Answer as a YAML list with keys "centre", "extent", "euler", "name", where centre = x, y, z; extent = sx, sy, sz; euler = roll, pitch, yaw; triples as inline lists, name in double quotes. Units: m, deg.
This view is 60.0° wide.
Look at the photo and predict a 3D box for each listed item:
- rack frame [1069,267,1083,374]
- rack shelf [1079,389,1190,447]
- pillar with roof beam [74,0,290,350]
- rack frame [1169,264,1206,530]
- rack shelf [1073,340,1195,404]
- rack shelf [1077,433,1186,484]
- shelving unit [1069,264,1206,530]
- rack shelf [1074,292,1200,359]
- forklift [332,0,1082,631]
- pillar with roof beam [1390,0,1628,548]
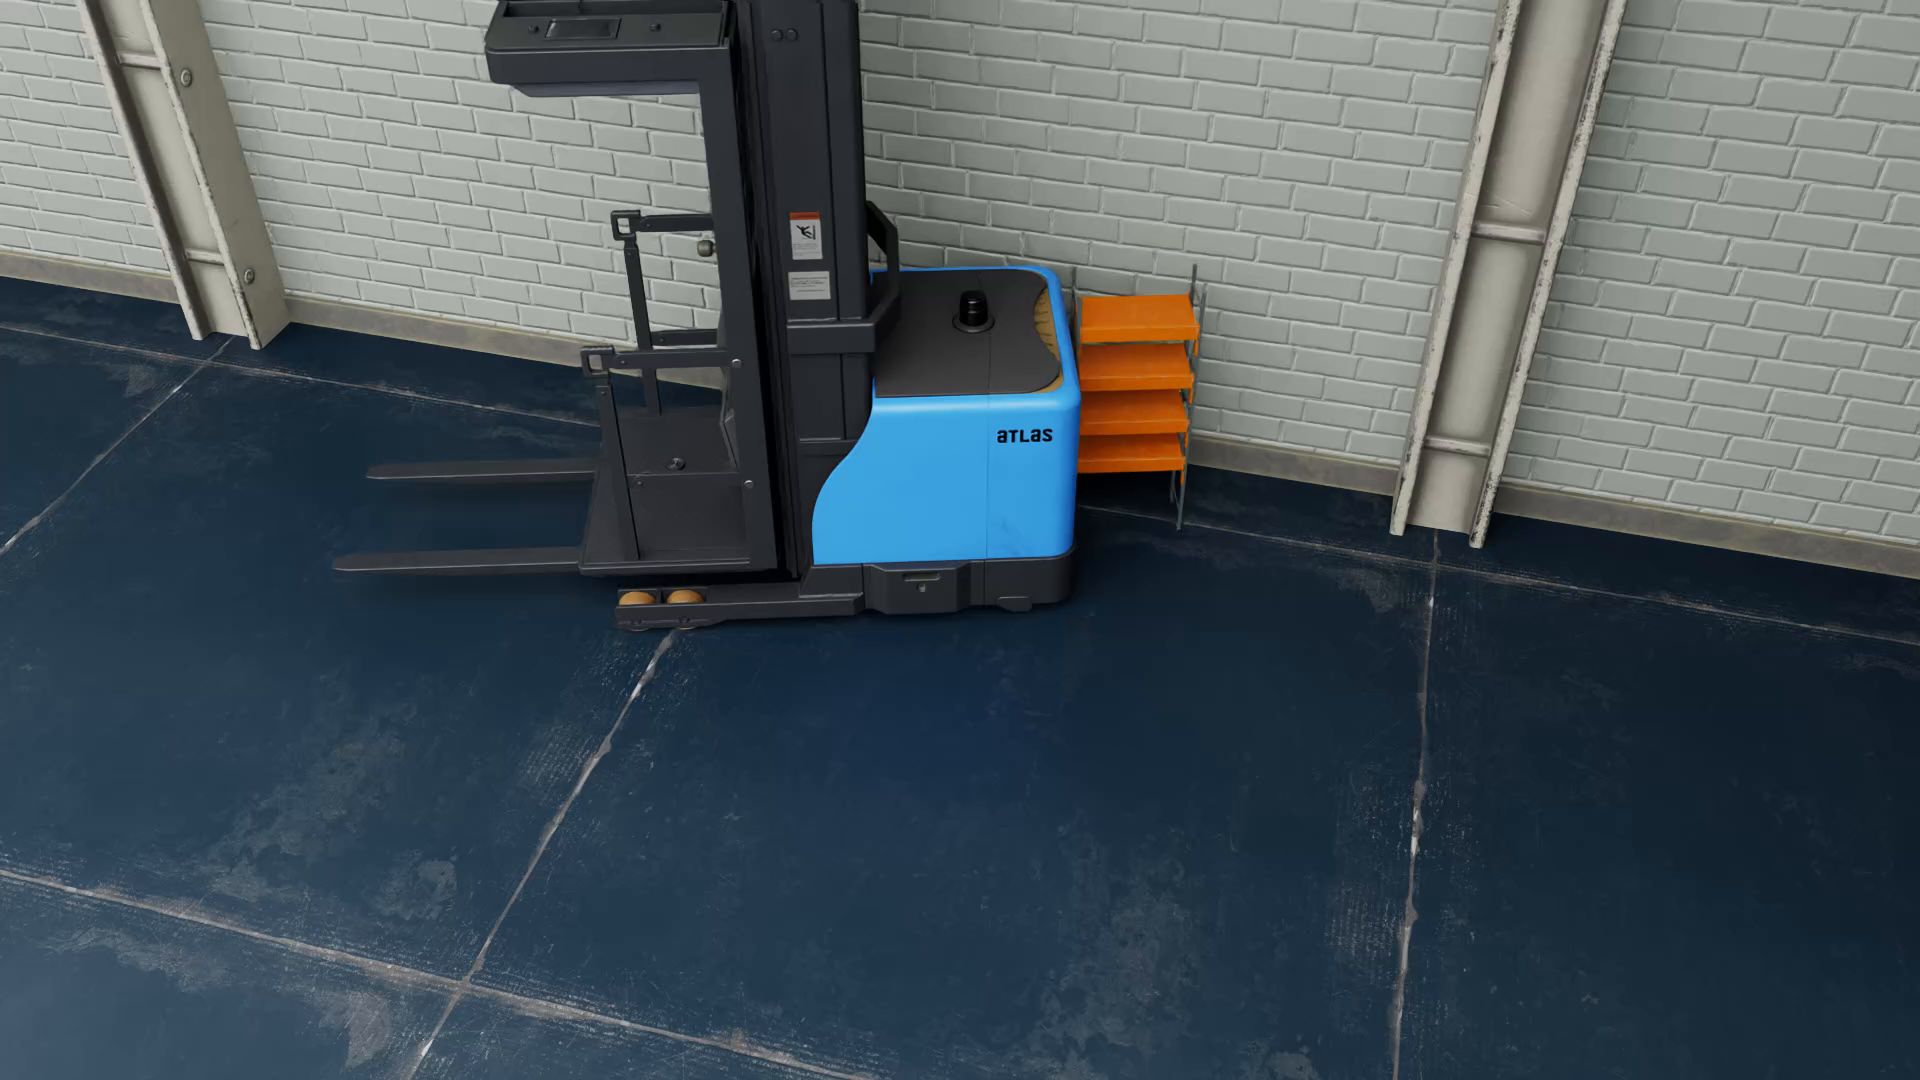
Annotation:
- centre: [0.467, -0.563, 6.988]
  extent: [0.015, 1.200, 0.240]
  euler: [-2, 40, -2]
  name: "rack frame"
- centre: [0.710, -0.520, 7.041]
  extent: [0.480, 0.148, 0.258]
  euler: [-2, 40, -2]
  name: "rack shelf"
- centre: [-4.795, -1.860, 2.467]
  extent: [0.400, 9.000, 9.100]
  euler: [10, 41, 11]
  name: "pillar with roof beam"
- centre: [0.954, -0.579, 7.007]
  extent: [0.015, 1.200, 0.240]
  euler: [-2, 40, -2]
  name: "rack frame"
- centre: [0.710, -0.691, 6.897]
  extent: [0.480, 0.148, 0.258]
  euler: [-2, 40, -2]
  name: "rack shelf"
- centre: [0.710, -0.368, 7.168]
  extent: [0.480, 0.148, 0.258]
  euler: [-2, 40, -2]
  name: "rack shelf"
- centre: [0.710, -0.571, 6.997]
  extent: [0.503, 1.200, 0.258]
  euler: [-2, 40, -2]
  name: "shelving unit"
- centre: [0.710, -0.872, 6.745]
  extent: [0.480, 0.148, 0.258]
  euler: [-2, 40, -2]
  name: "rack shelf"
- centre: [-1.061, -1.100, 6.280]
  extent: [3.031, 2.935, 1.130]
  euler: [-2, 40, -2]
  name: "forklift"
- centre: [1.001, -0.862, 1.280]
  extent: [0.400, 9.000, 9.100]
  euler: [10, 41, 11]
  name: "pillar with roof beam"
